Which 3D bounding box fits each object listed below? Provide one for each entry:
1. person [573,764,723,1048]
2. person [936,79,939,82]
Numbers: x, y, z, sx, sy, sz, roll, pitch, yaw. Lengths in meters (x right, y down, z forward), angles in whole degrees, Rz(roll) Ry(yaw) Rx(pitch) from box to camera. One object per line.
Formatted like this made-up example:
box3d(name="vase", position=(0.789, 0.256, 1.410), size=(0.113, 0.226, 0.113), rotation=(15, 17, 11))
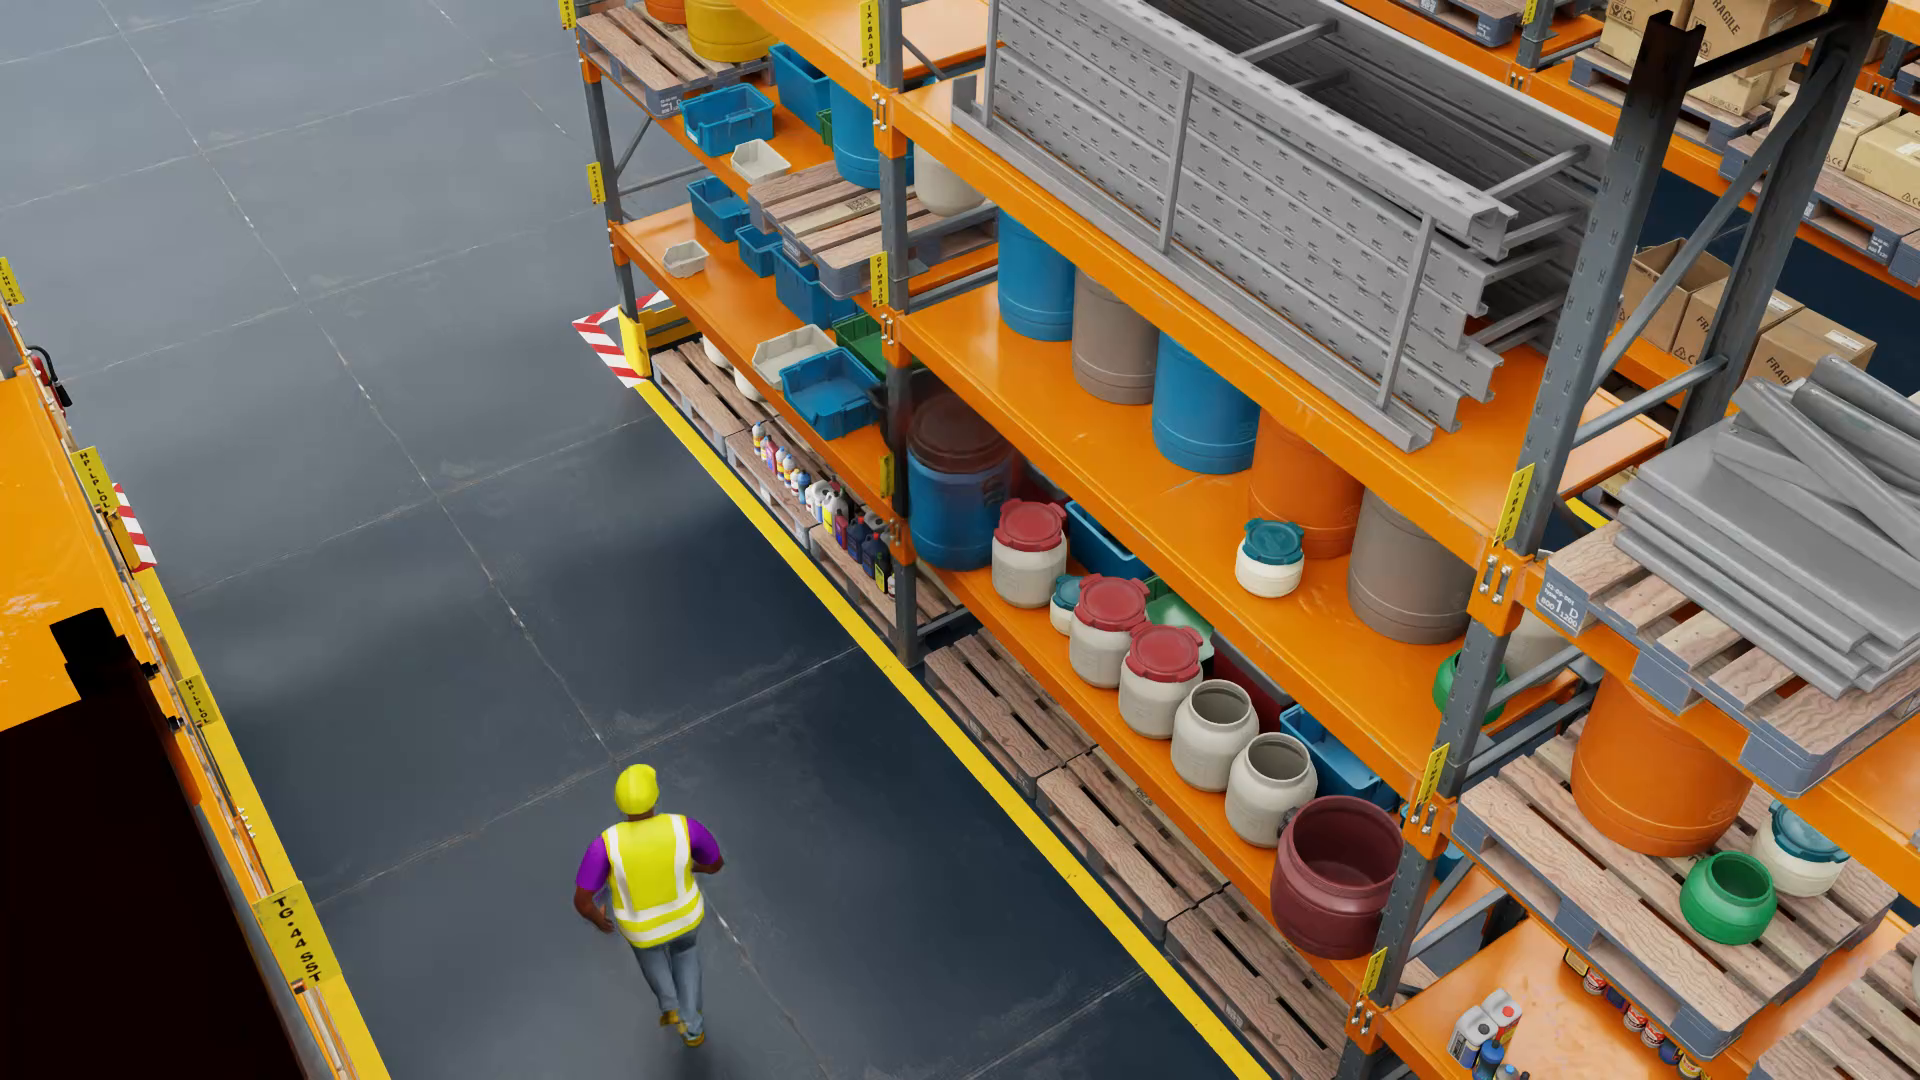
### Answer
box3d(name="person", position=(-1.508, 1.860, 8.265), size=(0.748, 1.656, 0.724), rotation=(-17, 45, -17))
box3d(name="person", position=(-0.315, -3.075, 13.821), size=(0.538, 1.751, 0.856), rotation=(27, 49, 26))
